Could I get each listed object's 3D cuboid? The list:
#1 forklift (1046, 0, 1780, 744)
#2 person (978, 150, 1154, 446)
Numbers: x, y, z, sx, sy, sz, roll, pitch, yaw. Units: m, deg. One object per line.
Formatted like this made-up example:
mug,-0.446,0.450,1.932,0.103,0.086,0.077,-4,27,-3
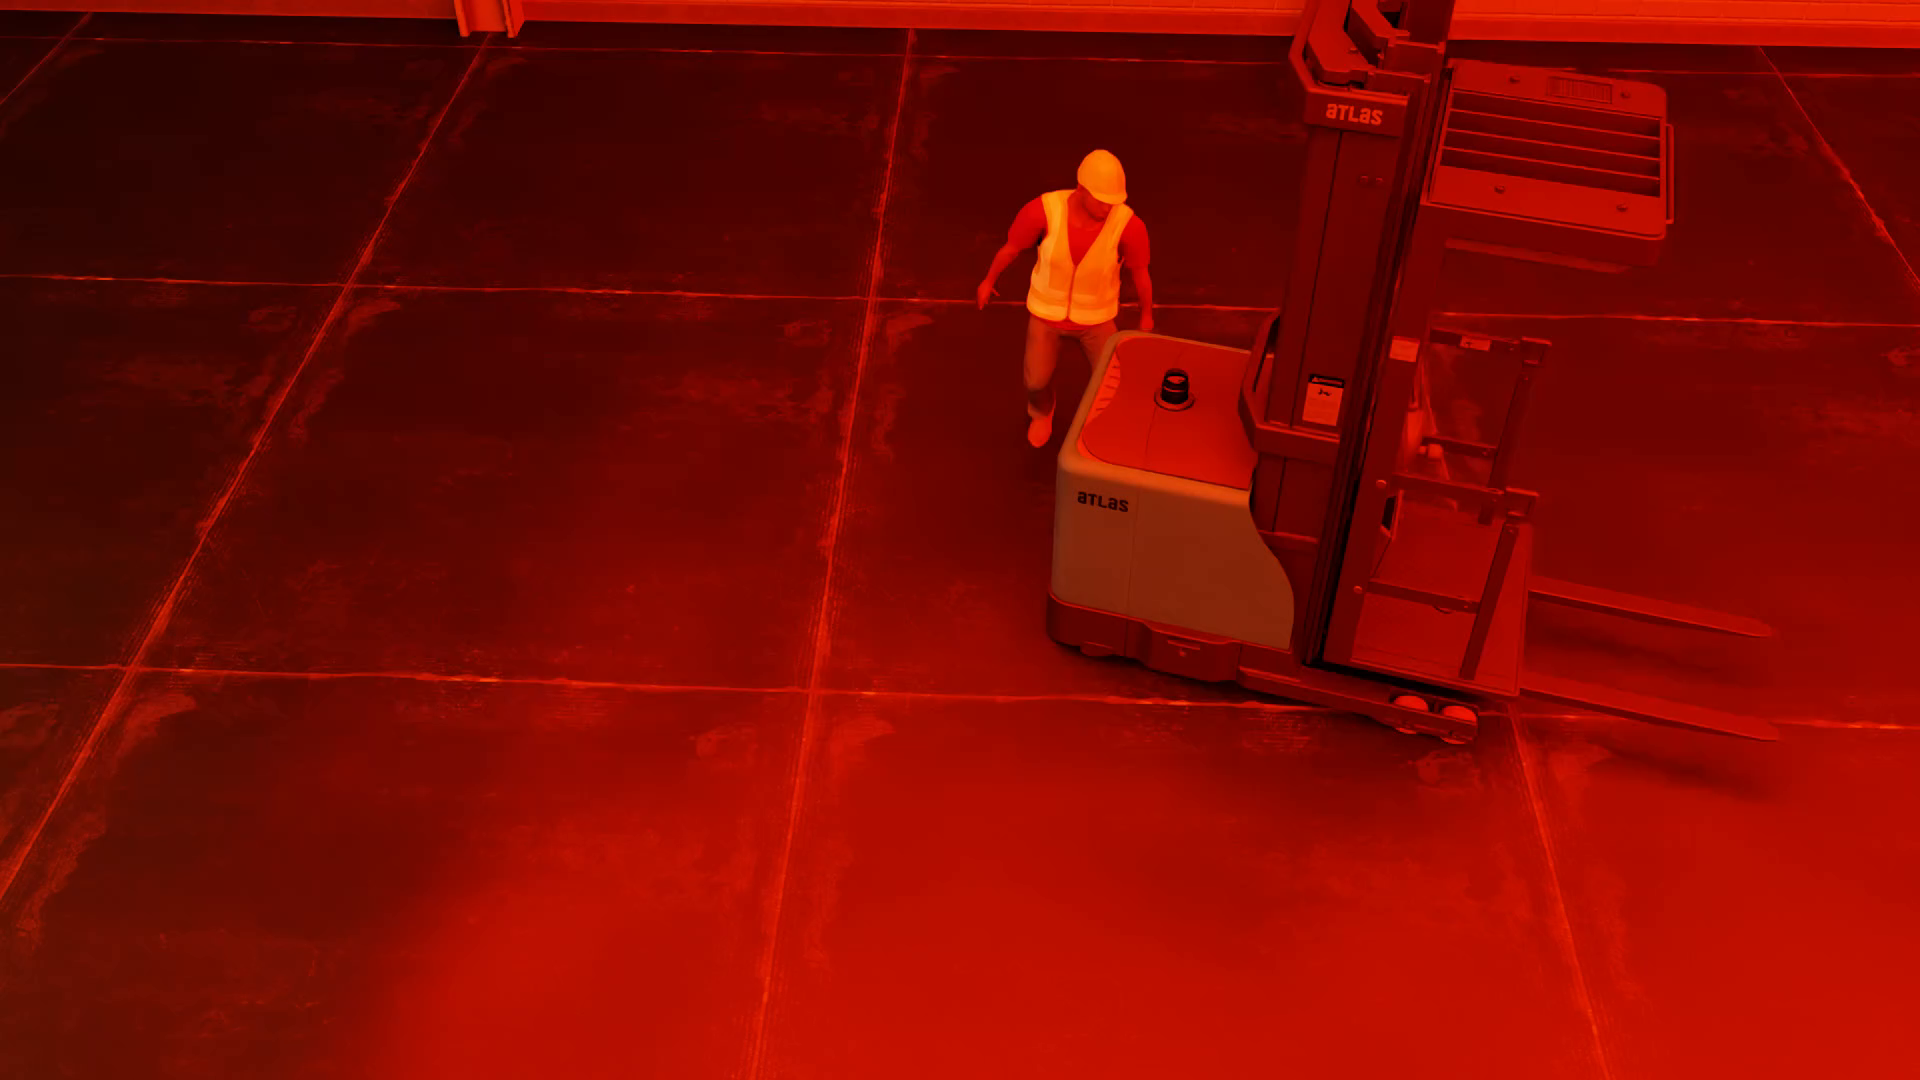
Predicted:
forklift,1.957,-0.630,6.433,3.031,2.935,1.130,12,44,13
person,0.521,-1.109,7.898,0.905,1.736,0.488,7,43,8
